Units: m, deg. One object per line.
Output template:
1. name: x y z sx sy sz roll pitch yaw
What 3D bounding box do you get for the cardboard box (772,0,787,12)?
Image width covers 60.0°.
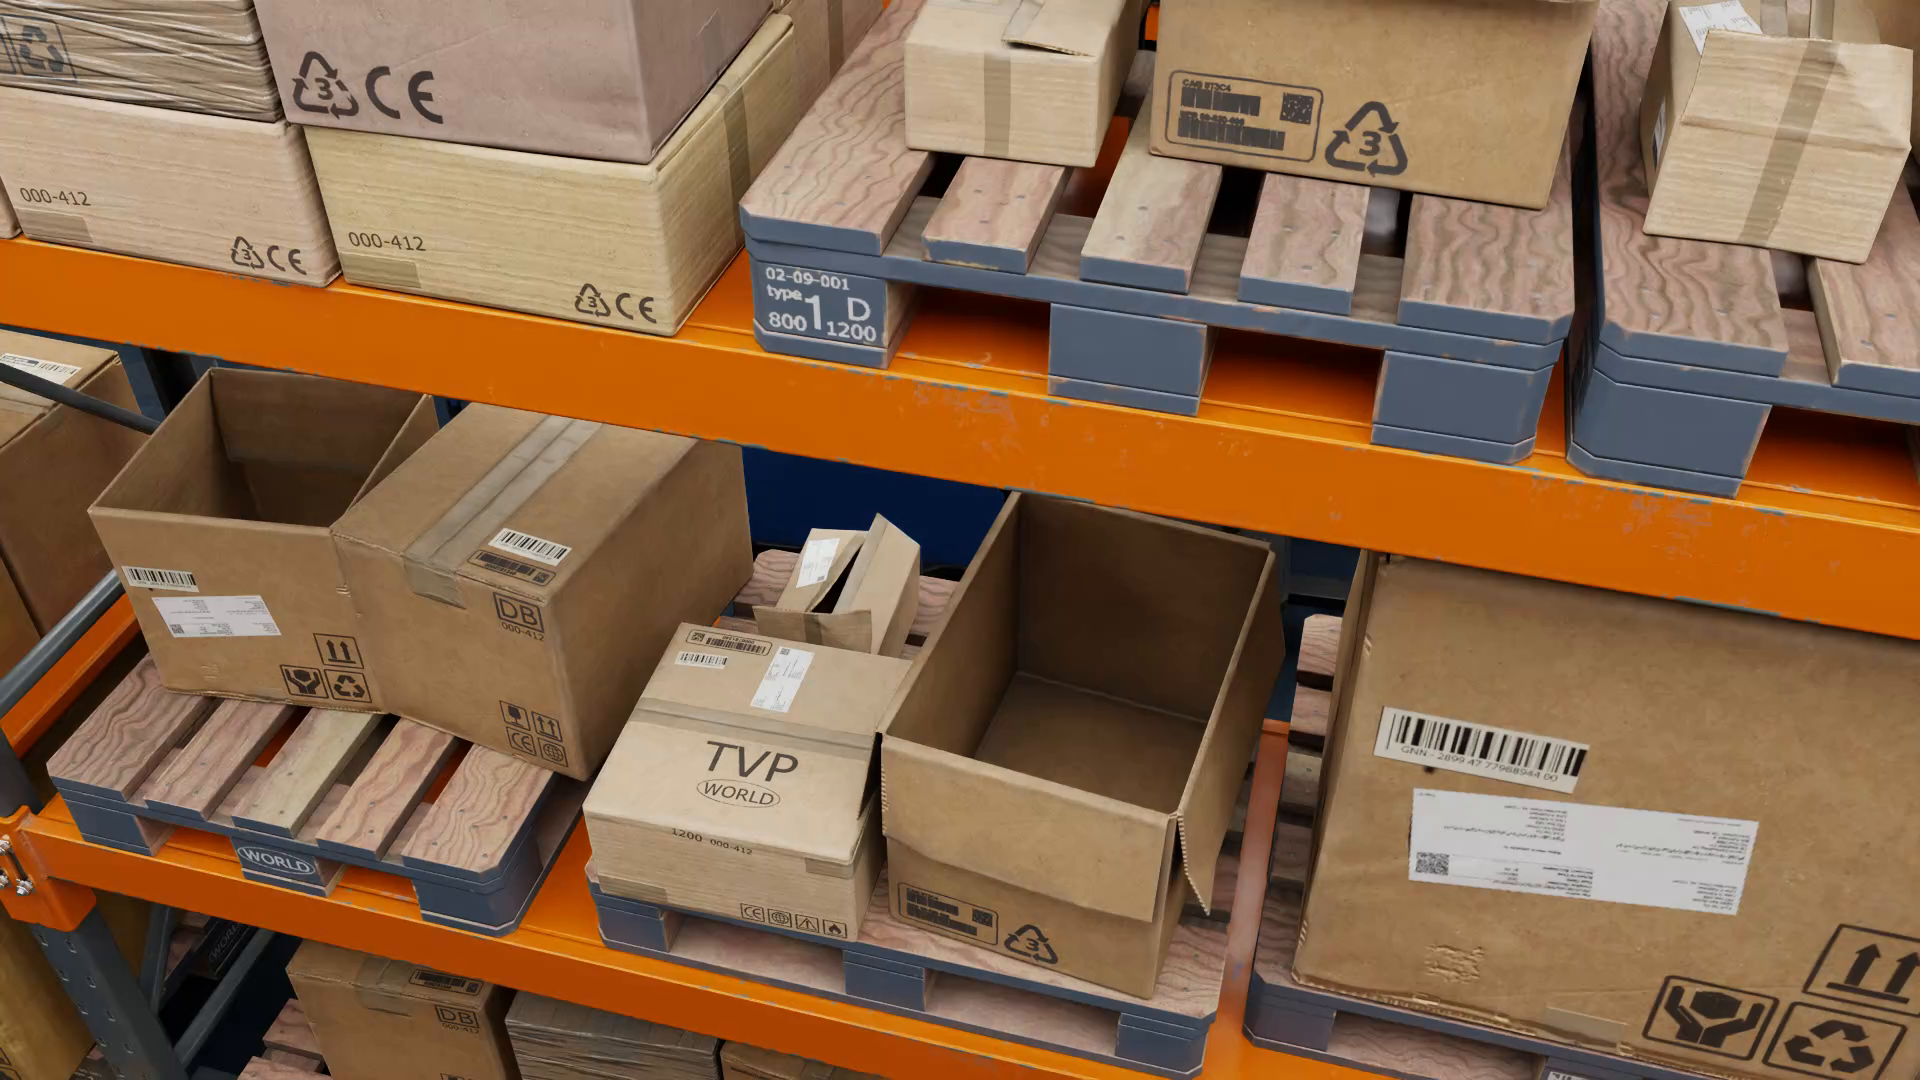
1. cardboard box: -0.435 -1.154 2.493 0.500 0.500 0.500 10 41 12

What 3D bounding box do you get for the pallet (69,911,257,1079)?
1. pallet: -2.676 1.020 4.871 1.213 0.211 1.003 10 41 11

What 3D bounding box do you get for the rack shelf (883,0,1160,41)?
1. rack shelf: 1.378 -2.327 7.247 4.000 0.370 1.077 10 41 11

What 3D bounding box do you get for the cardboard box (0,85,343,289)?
1. cardboard box: -1.049 -0.639 2.463 0.500 0.250 0.500 11 41 12

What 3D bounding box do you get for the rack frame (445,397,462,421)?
1. rack frame: -1.811 -0.862 6.110 0.032 1.500 0.500 9 41 11

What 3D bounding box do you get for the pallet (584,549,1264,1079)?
1. pallet: -0.011 0.507 3.463 1.213 0.211 1.003 10 41 11

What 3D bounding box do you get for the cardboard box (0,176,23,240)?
1. cardboard box: -1.545 -0.725 2.565 0.500 0.250 0.500 10 41 12

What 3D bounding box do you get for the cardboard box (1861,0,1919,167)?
1. cardboard box: 1.502 -0.694 2.004 0.637 0.503 0.797 8 41 9

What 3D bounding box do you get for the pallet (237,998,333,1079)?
1. pallet: -1.179 1.329 4.504 1.213 0.211 1.003 10 41 11

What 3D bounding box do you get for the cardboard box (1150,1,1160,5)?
1. cardboard box: 0.789 -2.564 6.892 0.500 0.500 0.500 10 41 11

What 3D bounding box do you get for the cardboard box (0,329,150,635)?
1. cardboard box: -2.333 -0.158 4.028 0.500 0.500 0.500 11 41 13

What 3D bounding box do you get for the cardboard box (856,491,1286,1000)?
1. cardboard box: 0.232 0.364 3.077 0.637 0.503 0.797 14 42 16

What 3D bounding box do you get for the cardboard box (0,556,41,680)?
1. cardboard box: -2.474 0.164 3.645 0.500 0.500 0.500 11 41 13

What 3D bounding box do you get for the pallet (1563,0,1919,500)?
1. pallet: 1.362 -0.450 2.268 1.003 0.211 1.213 10 41 11

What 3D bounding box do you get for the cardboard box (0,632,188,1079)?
1. cardboard box: -2.595 0.655 4.463 0.875 0.875 1.225 8 41 9

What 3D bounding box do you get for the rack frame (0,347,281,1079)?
1. rack frame: -1.933 0.130 3.763 0.127 3.000 1.000 10 41 11

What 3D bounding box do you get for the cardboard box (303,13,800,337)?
1. cardboard box: -0.550 -0.560 2.368 0.500 0.250 0.500 11 41 12

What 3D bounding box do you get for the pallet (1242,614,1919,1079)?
1. pallet: 1.230 0.651 3.291 1.213 0.211 1.003 10 41 11

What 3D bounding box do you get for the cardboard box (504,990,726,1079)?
1. cardboard box: -0.742 1.102 4.207 0.500 0.500 0.700 7 40 8

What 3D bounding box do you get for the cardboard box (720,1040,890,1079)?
1. cardboard box: -0.192 1.192 4.100 0.500 0.500 0.700 13 42 15

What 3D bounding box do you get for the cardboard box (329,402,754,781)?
1. cardboard box: -0.836 0.027 3.482 0.500 0.500 0.700 16 42 18

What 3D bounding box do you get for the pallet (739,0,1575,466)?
1. pallet: 0.359 -0.621 2.471 1.003 0.211 1.213 10 41 11

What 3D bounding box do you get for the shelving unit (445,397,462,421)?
1. shelving unit: -1.318 -0.783 6.017 1.048 1.500 0.538 9 41 11

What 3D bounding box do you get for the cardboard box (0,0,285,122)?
1. cardboard box: -1.057 -0.924 2.219 0.500 0.500 0.500 10 41 12

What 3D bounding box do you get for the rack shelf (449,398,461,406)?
1. rack shelf: -1.318 -0.646 6.132 1.000 0.185 0.538 9 41 11

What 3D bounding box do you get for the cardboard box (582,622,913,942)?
1. cardboard box: -0.374 0.448 3.174 0.500 0.250 0.500 9 41 10

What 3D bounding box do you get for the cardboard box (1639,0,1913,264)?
1. cardboard box: 0.997 -0.557 2.026 0.258 0.266 0.396 11 41 13

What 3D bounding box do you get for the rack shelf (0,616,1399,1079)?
1. rack shelf: -0.001 0.738 3.598 4.000 0.370 1.077 10 41 11

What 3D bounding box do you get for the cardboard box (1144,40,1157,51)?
1. cardboard box: 0.857 -1.933 7.643 0.750 0.750 1.050 10 41 12

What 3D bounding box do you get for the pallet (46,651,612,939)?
1. pallet: -1.217 0.256 3.762 1.003 0.211 1.213 10 41 11

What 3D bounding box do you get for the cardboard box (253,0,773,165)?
1. cardboard box: -0.569 -0.844 2.124 0.500 0.500 0.500 9 41 10

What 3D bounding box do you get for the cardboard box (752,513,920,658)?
1. cardboard box: -0.253 0.130 3.540 0.258 0.266 0.396 9 41 10

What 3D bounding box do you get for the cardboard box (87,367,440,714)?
1. cardboard box: -1.401 -0.004 3.518 0.500 0.500 0.500 5 40 6

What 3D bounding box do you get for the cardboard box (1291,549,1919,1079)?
1. cardboard box: 1.199 0.186 2.904 1.000 1.000 1.000 10 41 12

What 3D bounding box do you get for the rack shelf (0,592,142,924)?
1. rack shelf: -3.865 0.073 4.390 4.000 0.370 1.077 10 41 11

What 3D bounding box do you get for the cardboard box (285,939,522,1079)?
1. cardboard box: -1.281 1.018 4.307 0.500 0.500 0.700 8 41 9

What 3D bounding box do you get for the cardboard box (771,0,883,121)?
1. cardboard box: -0.444 -0.875 2.744 0.500 0.250 0.500 11 41 13

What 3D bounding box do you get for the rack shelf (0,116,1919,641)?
1. rack shelf: -0.001 -0.411 2.633 4.000 0.370 1.077 10 41 11

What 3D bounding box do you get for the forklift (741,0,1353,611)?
1. forklift: 0.706 -1.047 5.217 3.031 2.935 1.130 7 40 8

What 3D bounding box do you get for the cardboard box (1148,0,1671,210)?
1. cardboard box: 0.592 -0.850 2.190 0.637 0.503 0.797 11 41 13

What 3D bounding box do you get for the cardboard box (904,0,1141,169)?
1. cardboard box: 0.094 -0.674 2.243 0.250 0.166 0.380 9 41 10
